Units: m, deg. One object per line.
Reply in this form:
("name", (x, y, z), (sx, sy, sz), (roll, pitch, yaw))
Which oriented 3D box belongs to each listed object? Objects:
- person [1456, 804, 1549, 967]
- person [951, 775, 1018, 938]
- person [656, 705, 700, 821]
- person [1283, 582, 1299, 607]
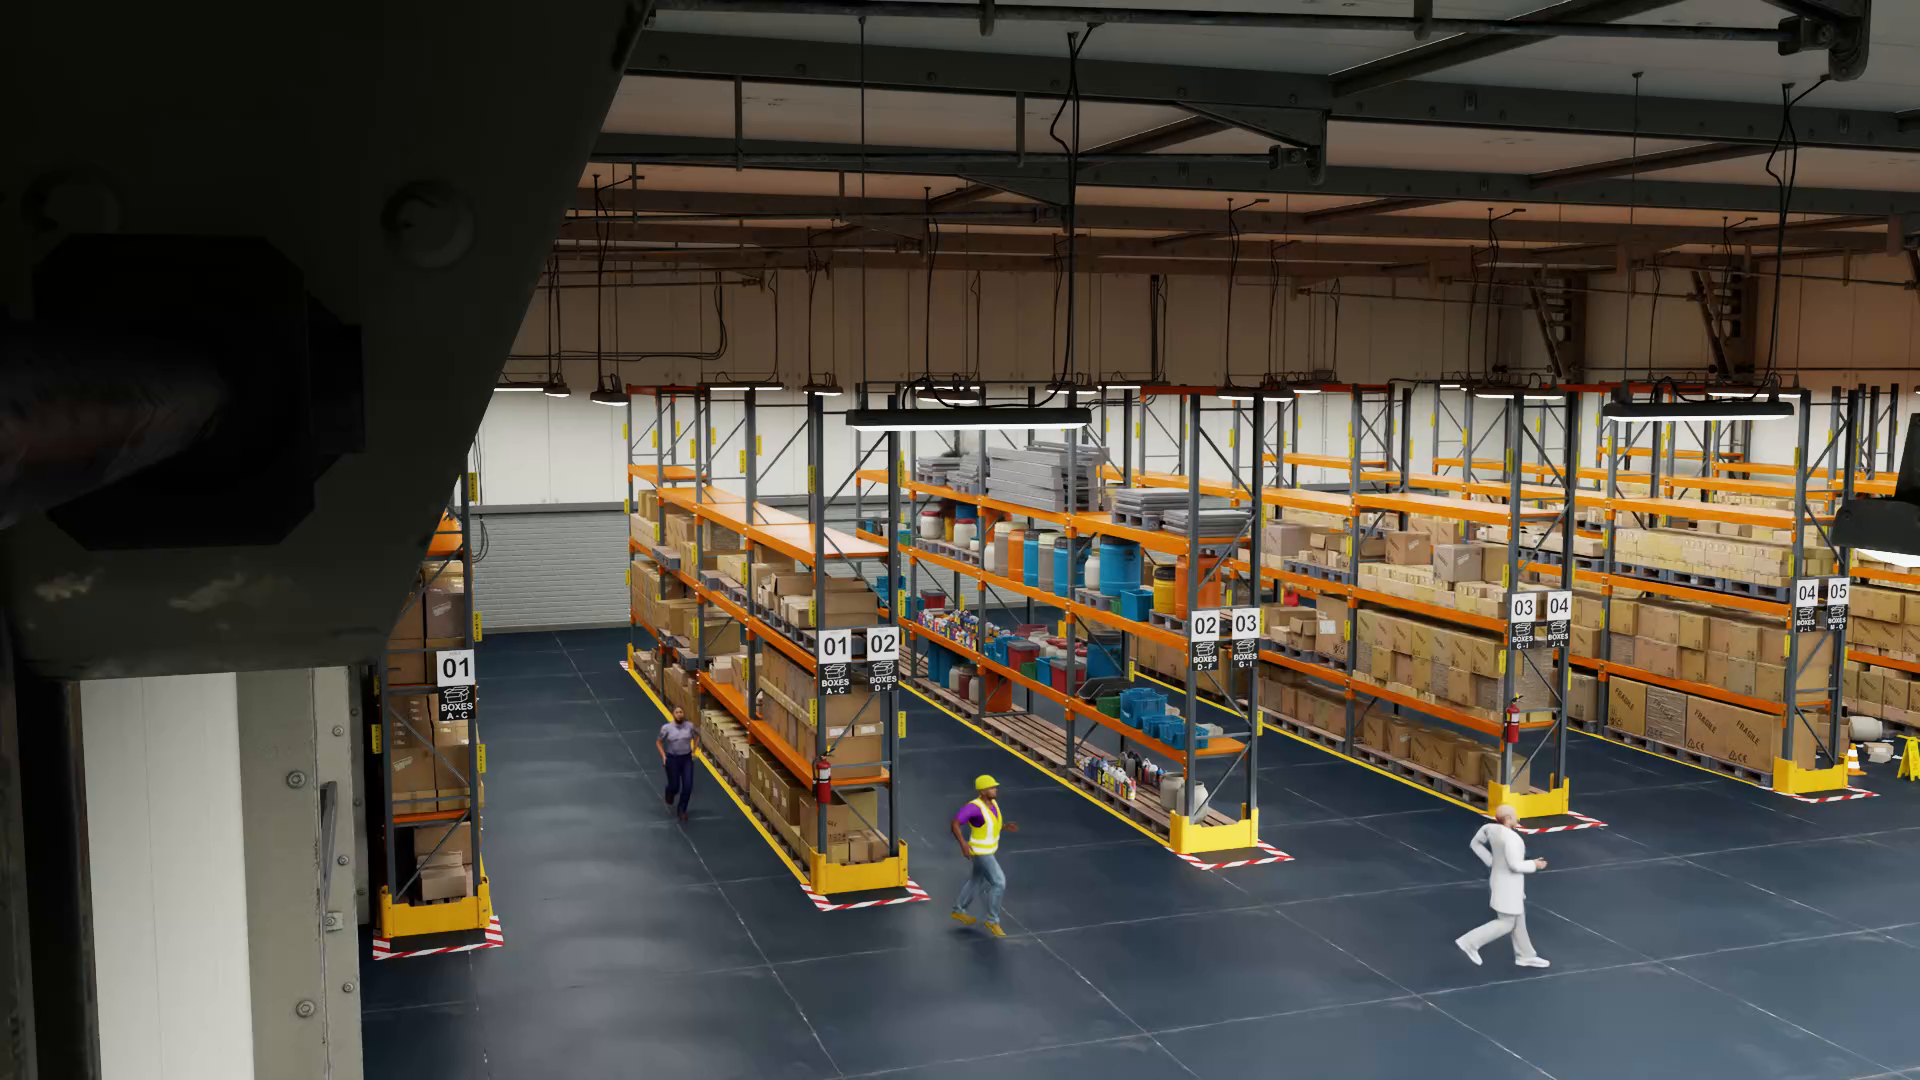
("person", (5.704, 3.633, 17.409), (1.047, 1.768, 0.708), (0, 6, -3))
("person", (0.262, 3.537, 18.712), (0.775, 1.828, 0.678), (2, 6, 16))
("person", (-3.973, 3.124, 23.518), (0.615, 1.609, 0.587), (-2, 6, -21))
("person", (7.141, 1.770, 36.003), (0.640, 1.738, 0.702), (-1, 6, -13))
